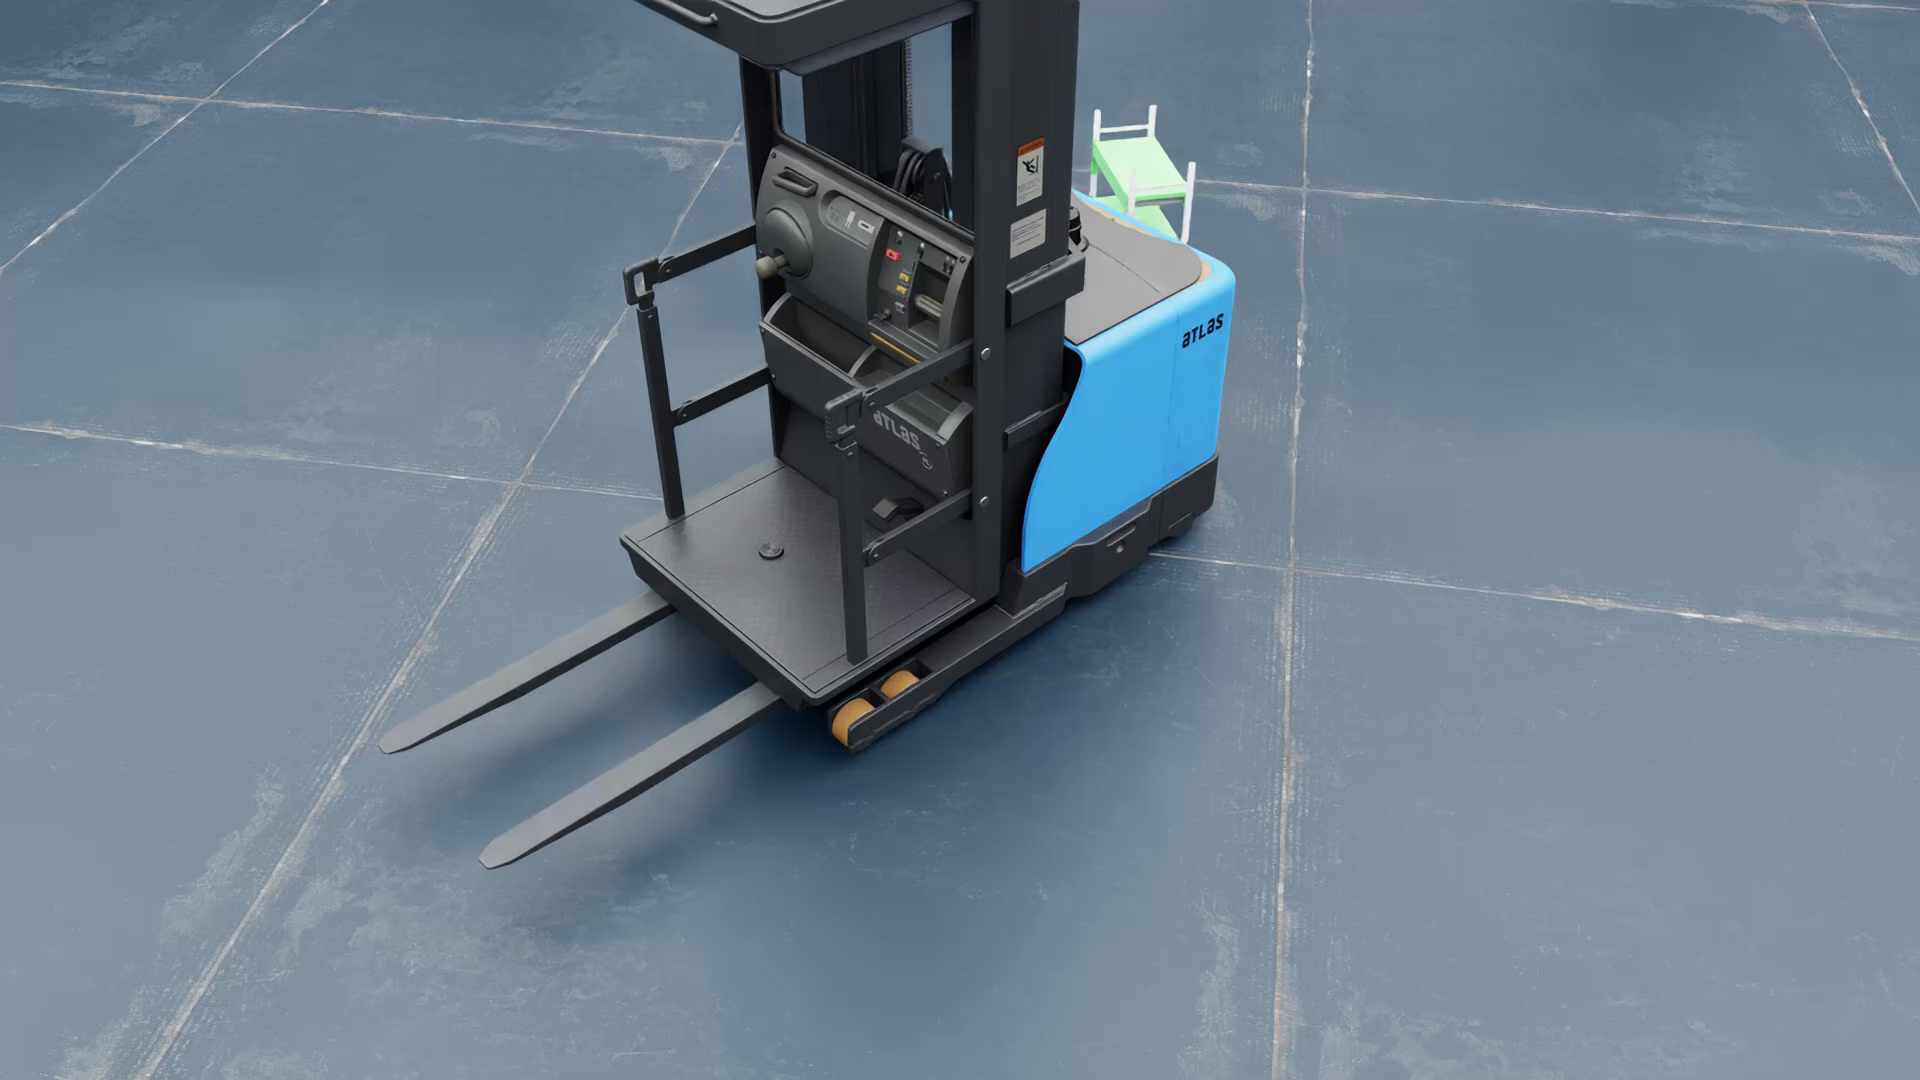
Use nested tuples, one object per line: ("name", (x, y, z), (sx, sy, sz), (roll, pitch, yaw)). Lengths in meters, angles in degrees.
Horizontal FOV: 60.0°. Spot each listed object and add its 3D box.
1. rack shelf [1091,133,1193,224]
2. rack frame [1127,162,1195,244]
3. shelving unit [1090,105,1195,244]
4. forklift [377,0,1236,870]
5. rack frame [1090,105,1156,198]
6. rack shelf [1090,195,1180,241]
("rack shelf", (0.682, -1.358, 6.296), (0.258, 0.148, 0.480), (-7, 40, -9))
("rack frame", (0.731, -0.884, 6.375), (0.240, 1.200, 0.015), (-7, 40, -9))
("shelving unit", (0.681, -1.036, 6.560), (0.258, 1.200, 0.503), (-7, 40, -9))
("forklift", (-0.462, -0.823, 4.945), (3.031, 2.935, 1.130), (-30, 48, -31))
("rack frame", (0.632, -1.188, 6.744), (0.240, 1.200, 0.015), (-7, 40, -9))
("rack shelf", (0.682, -1.172, 6.448), (0.258, 0.148, 0.480), (-7, 40, -9))
